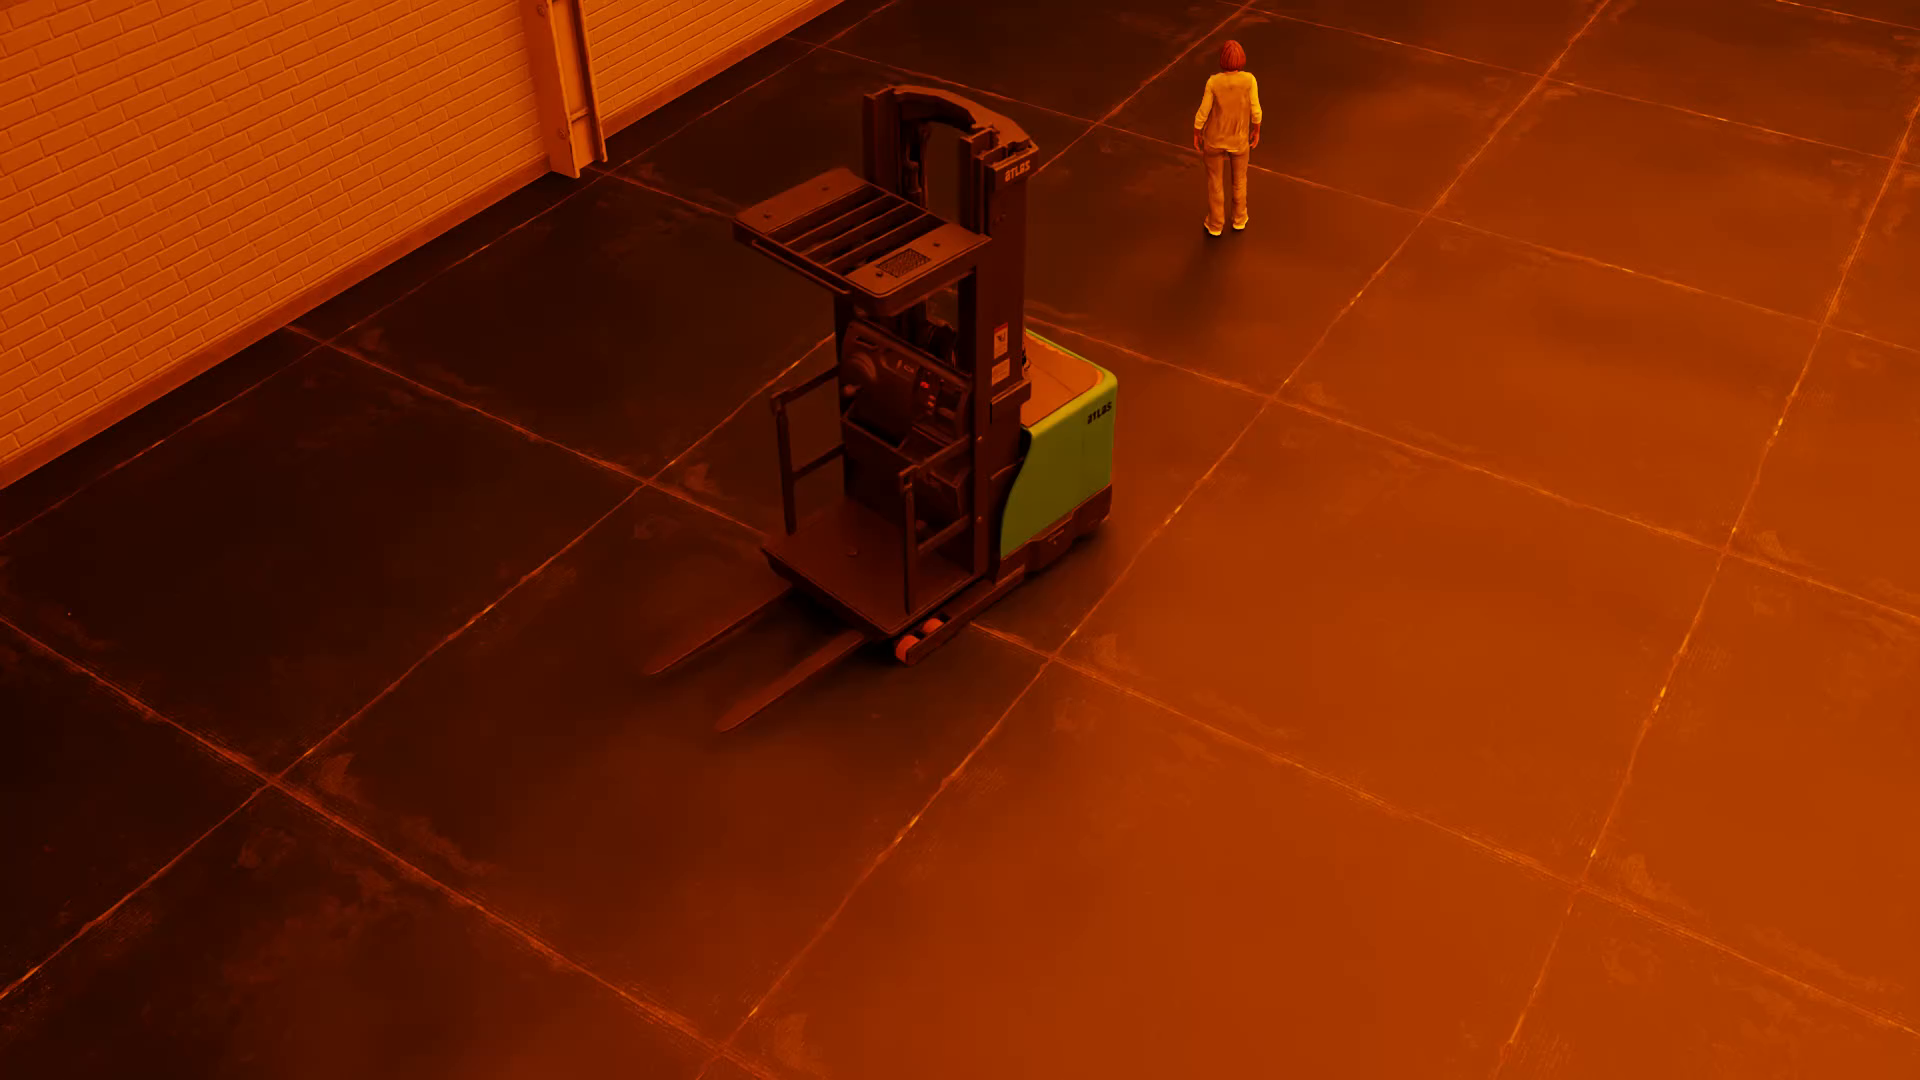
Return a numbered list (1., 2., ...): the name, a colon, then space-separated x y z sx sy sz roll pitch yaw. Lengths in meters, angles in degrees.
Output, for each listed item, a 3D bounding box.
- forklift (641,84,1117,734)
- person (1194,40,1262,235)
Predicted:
1. forklift: -0.447 -0.791 8.900 1.130 2.935 3.031 32 50 32
2. person: 2.021 -3.063 12.602 0.520 1.597 0.475 2 40 2
